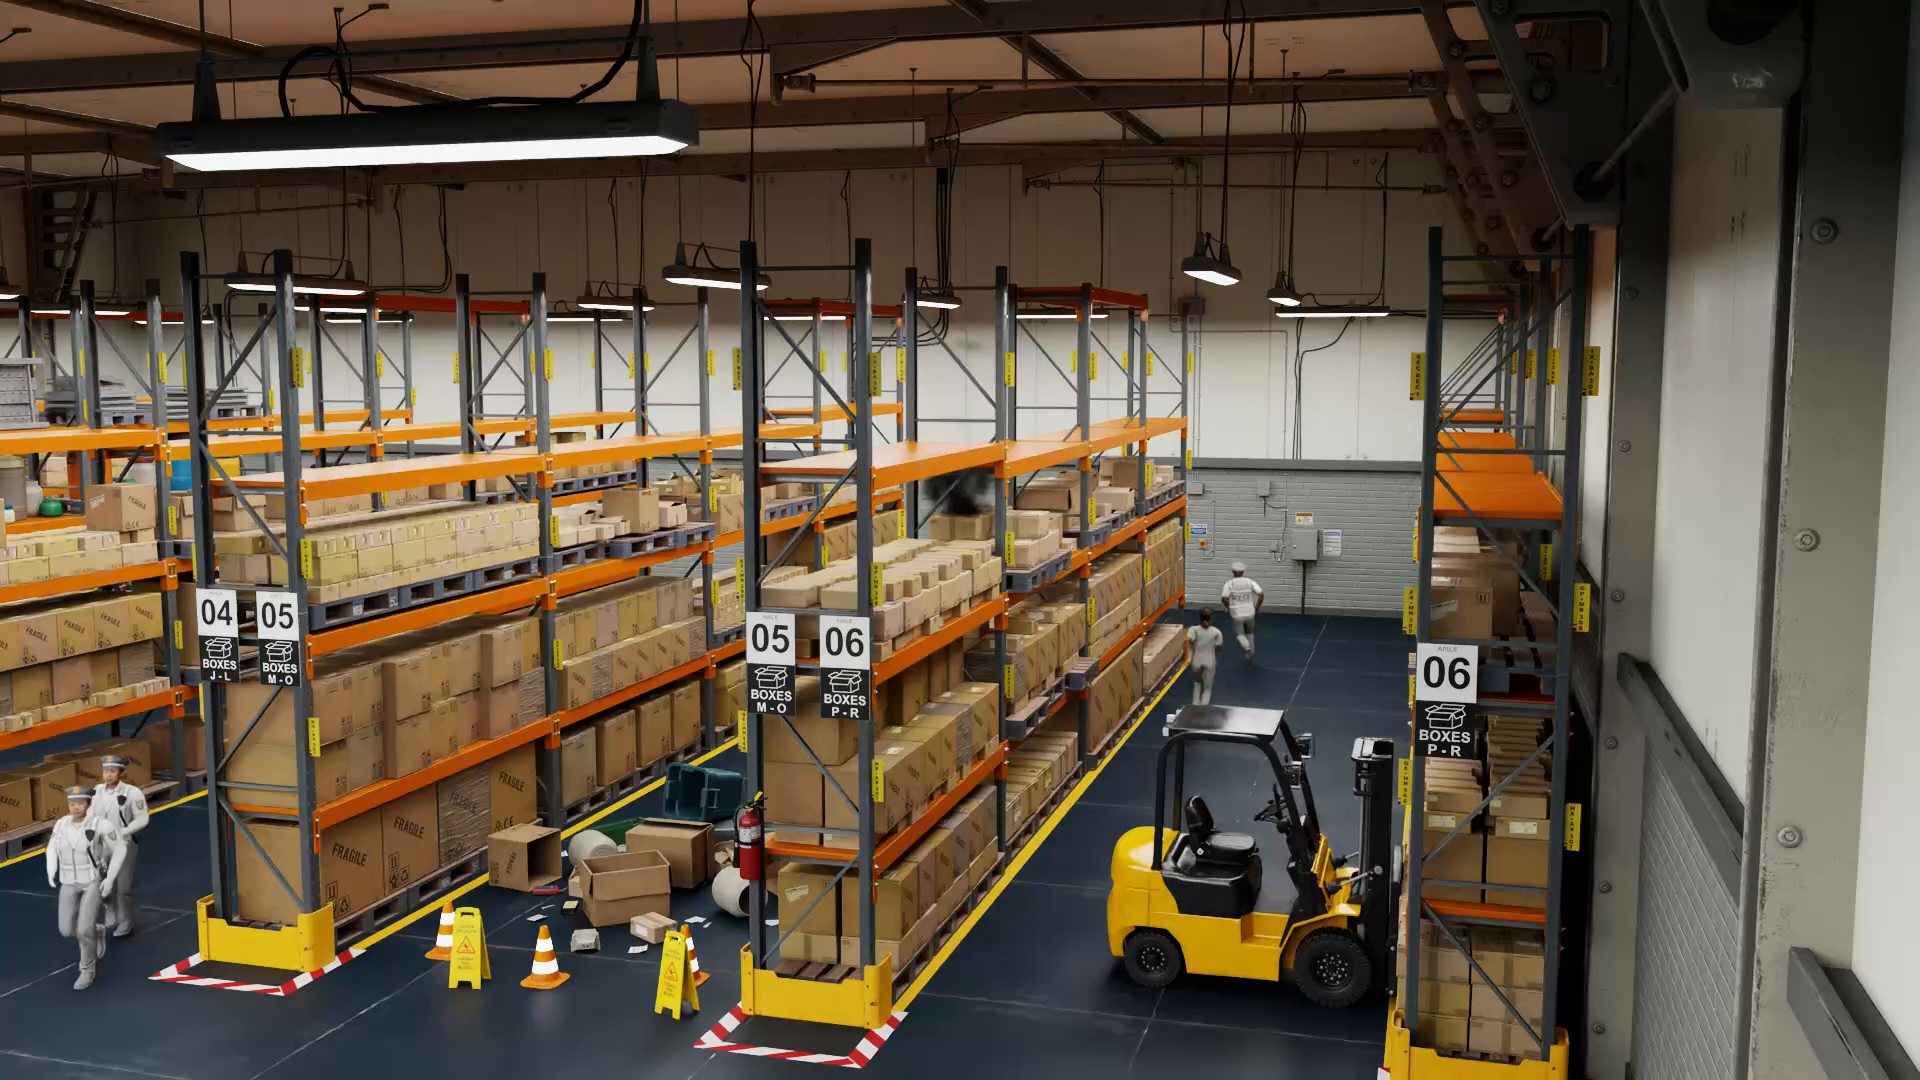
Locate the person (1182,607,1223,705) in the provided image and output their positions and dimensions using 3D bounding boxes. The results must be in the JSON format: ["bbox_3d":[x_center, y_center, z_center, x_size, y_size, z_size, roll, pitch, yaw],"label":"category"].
[{"bbox_3d":[3.383,1.750,23.155,0.530,1.648,0.749,2,7,14],"label":"person"}]

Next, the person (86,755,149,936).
[{"bbox_3d":[-7.475,2.703,14.653,0.595,1.653,0.543,-1,6,-8],"label":"person"}]

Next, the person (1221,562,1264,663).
[{"bbox_3d":[4.675,1.243,27.602,0.699,1.751,0.740,0,6,-4],"label":"person"}]

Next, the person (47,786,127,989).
[{"bbox_3d":[-7.214,2.824,13.753,0.564,1.671,0.531,0,6,0],"label":"person"}]
